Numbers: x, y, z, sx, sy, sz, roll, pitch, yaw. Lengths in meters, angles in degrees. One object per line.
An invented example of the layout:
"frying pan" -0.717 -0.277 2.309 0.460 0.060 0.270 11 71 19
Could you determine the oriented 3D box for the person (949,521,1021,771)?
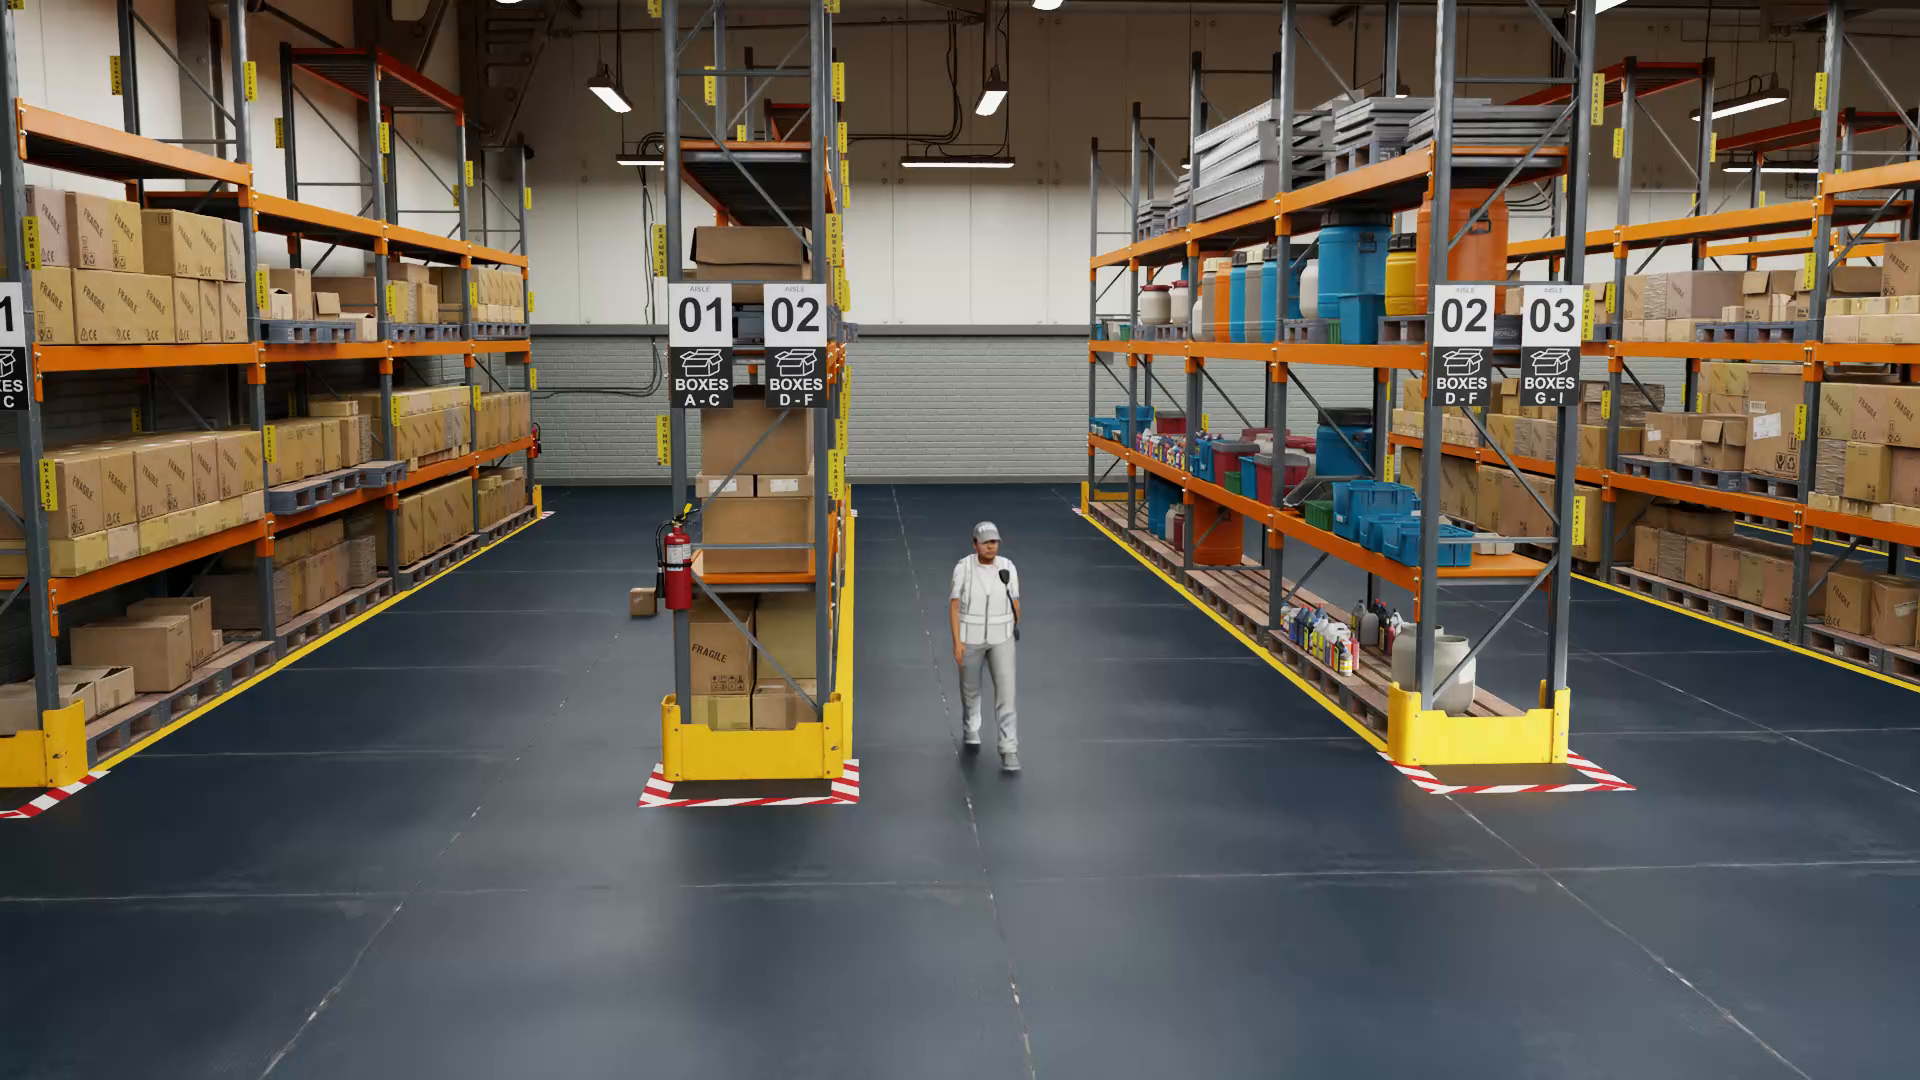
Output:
"person" 0.169 0.672 11.208 0.482 1.601 1.001 0 7 -1
